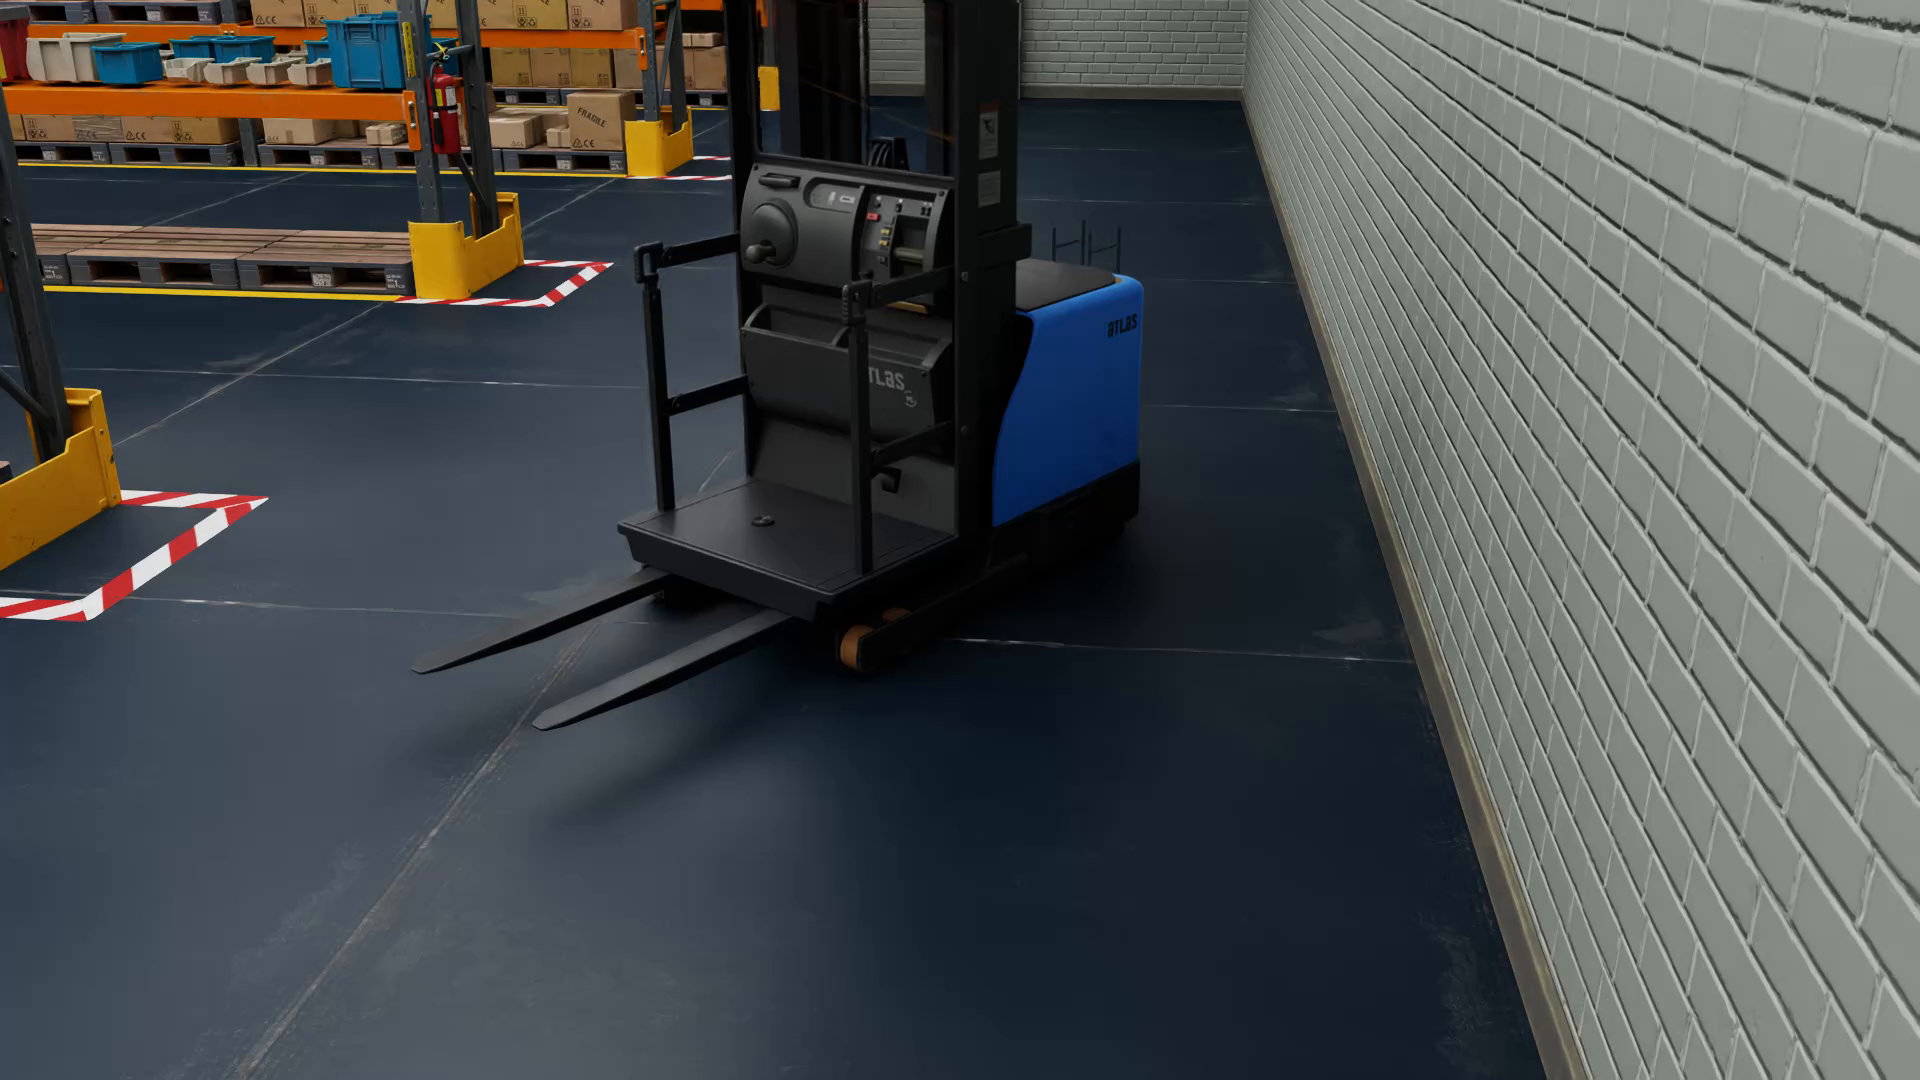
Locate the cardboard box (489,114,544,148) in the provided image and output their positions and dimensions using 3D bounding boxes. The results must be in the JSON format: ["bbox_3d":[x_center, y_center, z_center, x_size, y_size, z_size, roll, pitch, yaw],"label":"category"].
[{"bbox_3d":[-4.311,-3.907,15.884,0.500,0.250,0.500,2,22,6],"label":"cardboard box"}]

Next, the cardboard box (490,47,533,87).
[{"bbox_3d":[-5.464,-5.940,20.714,0.500,0.500,0.700,3,22,7],"label":"cardboard box"}]

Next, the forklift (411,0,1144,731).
[{"bbox_3d":[-0.553,-1.107,5.753,1.130,2.935,3.031,16,27,35],"label":"forklift"}]

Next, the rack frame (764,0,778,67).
[{"bbox_3d":[-2.223,-6.804,20.070,0.127,3.000,1.000,2,22,6],"label":"rack frame"}]

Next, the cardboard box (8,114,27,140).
[{"bbox_3d":[-9.310,-4.215,16.324,0.500,0.500,0.500,2,22,6],"label":"cardboard box"}]

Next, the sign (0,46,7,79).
[{"bbox_3d":[-3.900,-2.020,6.685,0.005,0.325,0.100,2,22,6],"label":"sign"}]

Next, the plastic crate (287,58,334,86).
[{"bbox_3d":[-4.220,-3.061,10.881,0.243,0.136,0.396,2,22,6],"label":"plastic crate"}]

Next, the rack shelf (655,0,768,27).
[{"bbox_3d":[-4.209,-6.556,20.421,4.000,0.370,1.077,2,22,6],"label":"rack shelf"}]

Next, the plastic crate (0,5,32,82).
[{"bbox_3d":[-6.504,-3.288,11.007,0.583,0.464,0.402,2,22,6],"label":"plastic crate"}]

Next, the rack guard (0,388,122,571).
[{"bbox_3d":[-3.948,-0.215,6.804,0.348,0.500,1.175,2,22,6],"label":"rack guard"}]

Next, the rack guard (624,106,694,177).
[{"bbox_3d":[-2.878,-3.836,15.963,0.348,0.500,1.175,2,22,6],"label":"rack guard"}]

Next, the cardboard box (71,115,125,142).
[{"bbox_3d":[-8.286,-4.174,16.218,0.500,0.500,0.500,3,22,7],"label":"cardboard box"}]

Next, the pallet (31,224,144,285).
[{"bbox_3d":[-6.626,-2.046,11.827,1.213,0.211,1.003,2,22,6],"label":"pallet"}]

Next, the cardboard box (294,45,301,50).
[{"bbox_3d":[-8.583,-6.226,20.960,0.750,0.750,0.750,2,22,6],"label":"cardboard box"}]

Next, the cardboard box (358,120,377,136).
[{"bbox_3d":[-5.796,-4.132,16.590,0.250,0.149,0.380,2,22,6],"label":"cardboard box"}]

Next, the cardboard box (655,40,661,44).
[{"bbox_3d":[-3.786,-6.243,20.598,0.250,0.149,0.380,3,22,7],"label":"cardboard box"}]

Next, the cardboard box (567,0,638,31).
[{"bbox_3d":[-3.279,-4.962,15.274,0.500,0.500,0.500,3,22,8],"label":"cardboard box"}]

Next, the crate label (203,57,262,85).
[{"bbox_3d":[-4.785,-3.082,10.934,0.243,0.136,0.396,2,22,6],"label":"crate label"}]

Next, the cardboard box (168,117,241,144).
[{"bbox_3d":[-7.298,-4.127,16.101,0.500,0.500,0.500,2,22,6],"label":"cardboard box"}]

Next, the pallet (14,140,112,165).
[{"bbox_3d":[-8.801,-3.945,16.631,1.213,0.211,1.003,2,22,6],"label":"pallet"}]

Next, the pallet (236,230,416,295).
[{"bbox_3d":[-4.203,-1.940,11.560,1.213,0.211,1.003,2,22,6],"label":"pallet"}]

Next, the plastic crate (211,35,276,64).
[{"bbox_3d":[-4.903,-3.325,11.416,0.300,0.233,0.416,2,22,6],"label":"plastic crate"}]

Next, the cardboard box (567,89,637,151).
[{"bbox_3d":[-3.371,-3.971,15.706,0.500,0.500,0.500,2,22,6],"label":"cardboard box"}]

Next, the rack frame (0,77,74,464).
[{"bbox_3d":[-3.972,-1.379,6.347,0.127,3.000,1.000,2,22,6],"label":"rack frame"}]

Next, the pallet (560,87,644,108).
[{"bbox_3d":[-4.234,-5.567,20.734,1.213,0.211,1.003,2,22,6],"label":"pallet"}]

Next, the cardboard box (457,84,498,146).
[{"bbox_3d":[-4.908,-4.133,16.110,0.637,0.503,0.797,2,22,6],"label":"cardboard box"}]

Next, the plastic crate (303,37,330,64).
[{"bbox_3d":[-4.249,-3.296,11.344,0.300,0.233,0.416,2,22,6],"label":"plastic crate"}]

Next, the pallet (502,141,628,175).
[{"bbox_3d":[-3.669,-3.736,16.103,1.213,0.211,1.003,2,22,6],"label":"pallet"}]

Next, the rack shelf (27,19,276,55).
[{"bbox_3d":[-8.760,-4.920,16.284,4.000,0.370,1.077,2,22,6],"label":"rack shelf"}]

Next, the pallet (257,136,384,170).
[{"bbox_3d":[-6.092,-3.841,16.370,1.213,0.211,1.003,2,22,6],"label":"pallet"}]

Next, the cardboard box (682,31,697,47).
[{"bbox_3d":[-3.333,-6.082,20.191,0.250,0.149,0.380,3,22,8],"label":"cardboard box"}]

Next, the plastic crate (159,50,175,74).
[{"bbox_3d":[-5.596,-3.300,11.483,0.466,0.136,0.293,2,22,6],"label":"plastic crate"}]

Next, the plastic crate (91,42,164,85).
[{"bbox_3d":[-5.458,-3.132,10.929,0.300,0.233,0.416,2,22,6],"label":"plastic crate"}]

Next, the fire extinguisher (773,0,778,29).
[{"bbox_3d":[-2.127,-6.420,19.710,0.183,0.674,0.296,2,22,6],"label":"fire extinguisher"}]

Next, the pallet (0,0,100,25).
[{"bbox_3d":[-8.815,-5.170,16.197,1.213,0.211,1.003,2,22,6],"label":"pallet"}]

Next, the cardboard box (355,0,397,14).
[{"bbox_3d":[-5.295,-5.050,15.497,0.500,0.500,0.500,2,22,6],"label":"cardboard box"}]

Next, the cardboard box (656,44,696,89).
[{"bbox_3d":[-3.427,-5.852,20.492,0.500,0.500,0.700,2,22,6],"label":"cardboard box"}]

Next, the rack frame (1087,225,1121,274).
[{"bbox_3d":[0.608,-0.744,7.189,0.006,1.200,0.240,17,27,36],"label":"rack frame"}]

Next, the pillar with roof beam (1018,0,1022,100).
[{"bbox_3d":[0.054,-8.221,15.495,0.400,9.000,9.100,2,22,6],"label":"pillar with roof beam"}]

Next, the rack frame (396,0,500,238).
[{"bbox_3d":[-3.389,-3.187,10.921,0.127,3.000,1.000,2,22,6],"label":"rack frame"}]

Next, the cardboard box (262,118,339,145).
[{"bbox_3d":[-6.383,-4.025,16.101,0.500,0.311,0.500,2,22,6],"label":"cardboard box"}]

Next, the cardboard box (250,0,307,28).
[{"bbox_3d":[-6.300,-5.093,15.607,0.500,0.500,0.500,3,22,8],"label":"cardboard box"}]

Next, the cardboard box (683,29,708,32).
[{"bbox_3d":[-3.285,-6.222,20.543,0.250,0.149,0.380,3,22,6],"label":"cardboard box"}]

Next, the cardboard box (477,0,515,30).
[{"bbox_3d":[-4.289,-5.007,15.388,0.500,0.500,0.500,3,22,7],"label":"cardboard box"}]

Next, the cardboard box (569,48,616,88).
[{"bbox_3d":[-4.457,-5.894,20.598,0.500,0.500,0.700,3,22,8],"label":"cardboard box"}]

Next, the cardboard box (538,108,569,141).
[{"bbox_3d":[-3.805,-4.070,16.296,0.500,0.250,0.500,2,22,6],"label":"cardboard box"}]

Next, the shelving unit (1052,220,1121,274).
[{"bbox_3d":[0.536,-0.765,7.243,0.189,1.200,0.258,17,27,36],"label":"shelving unit"}]
